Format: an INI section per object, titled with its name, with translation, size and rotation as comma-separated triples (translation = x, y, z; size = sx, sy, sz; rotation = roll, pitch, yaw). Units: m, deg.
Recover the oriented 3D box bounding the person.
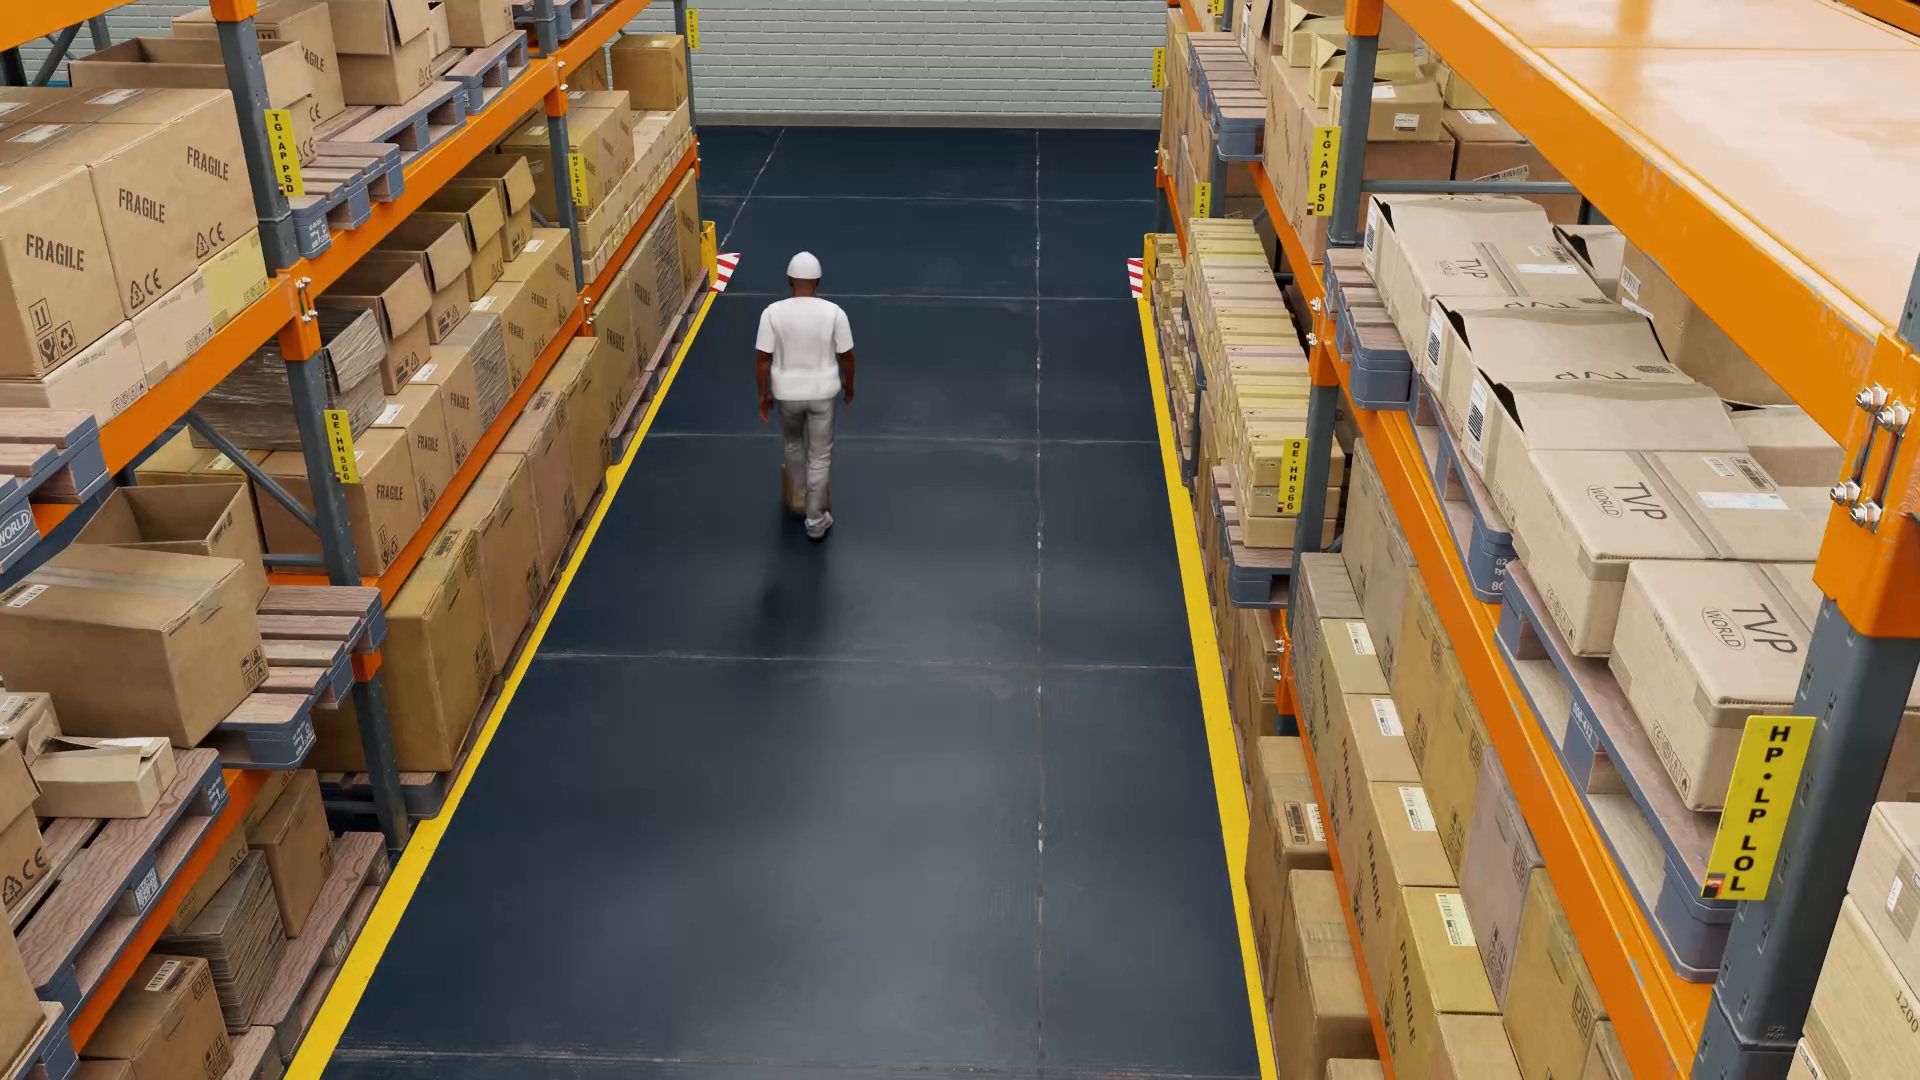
[person]
translation = -0.949, -0.888, 10.333
size = 0.593, 1.818, 0.732
rotation = 1, 28, 3
